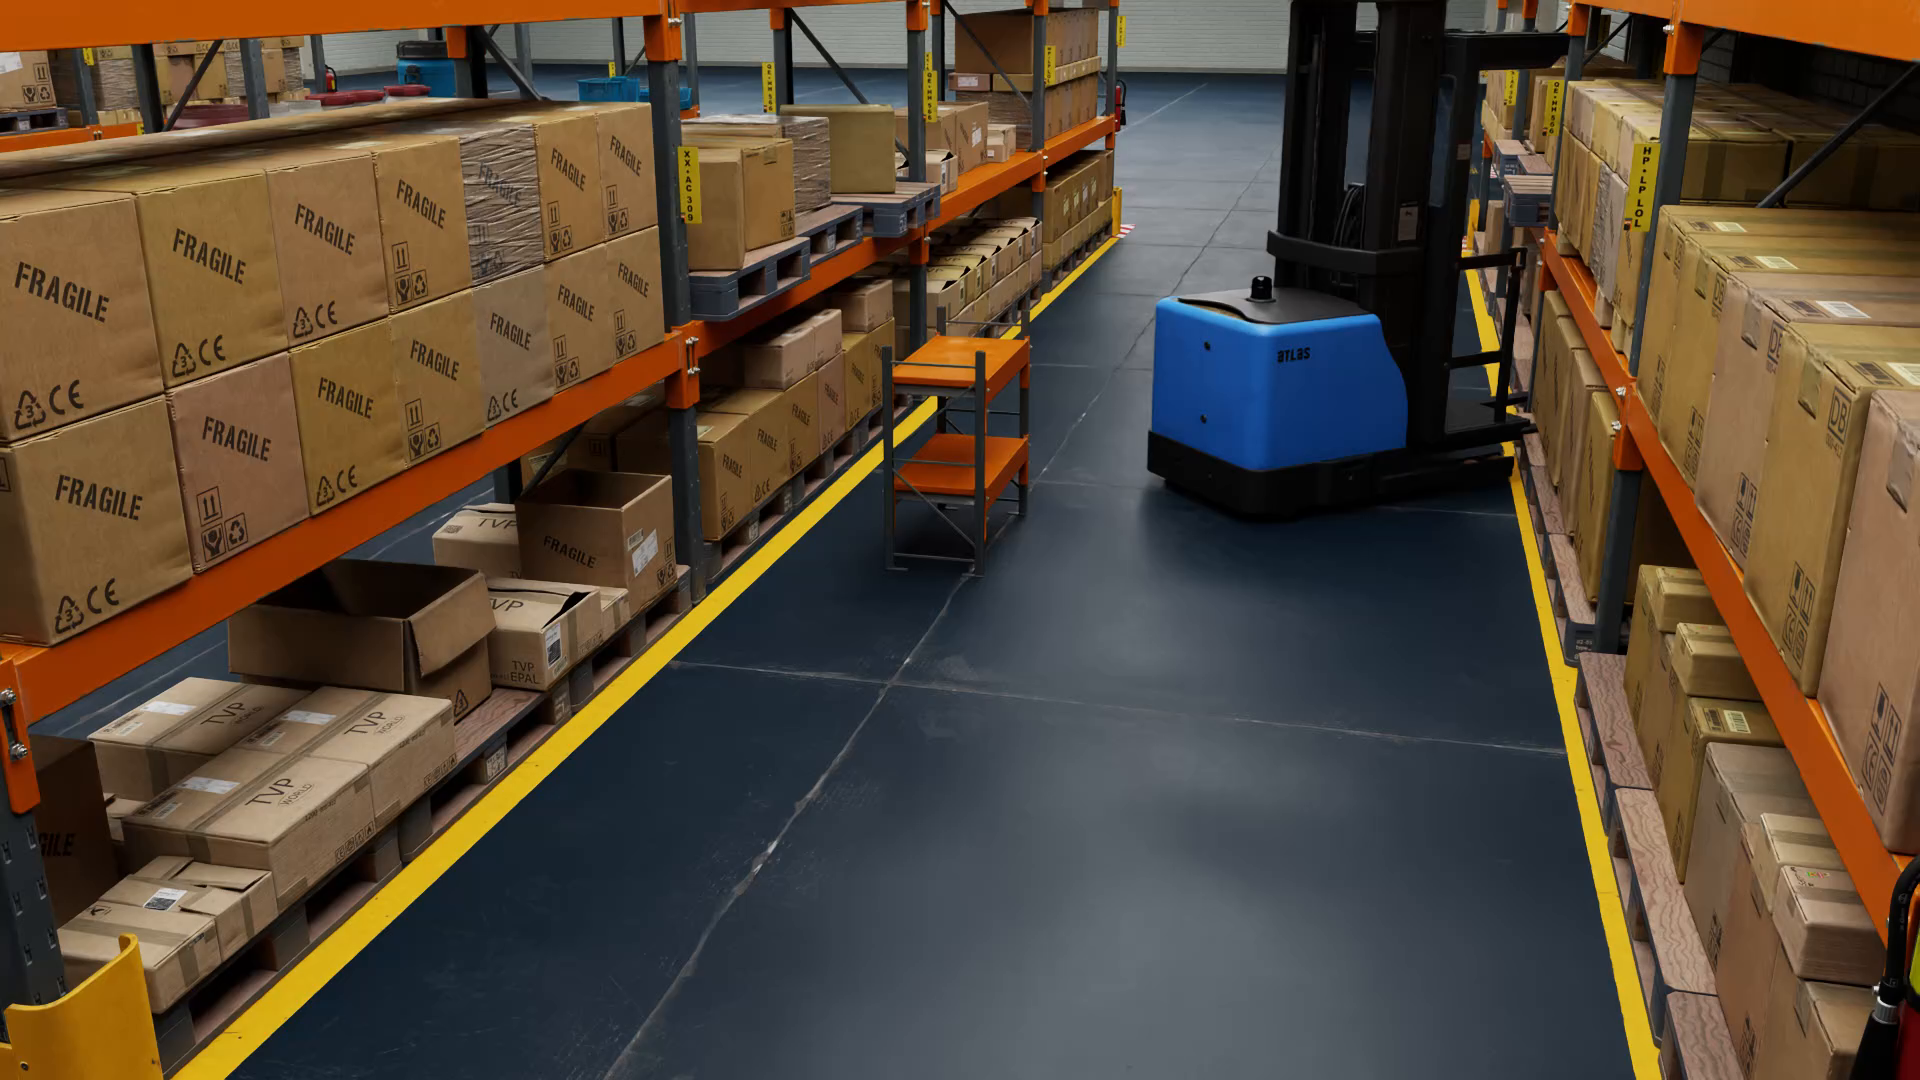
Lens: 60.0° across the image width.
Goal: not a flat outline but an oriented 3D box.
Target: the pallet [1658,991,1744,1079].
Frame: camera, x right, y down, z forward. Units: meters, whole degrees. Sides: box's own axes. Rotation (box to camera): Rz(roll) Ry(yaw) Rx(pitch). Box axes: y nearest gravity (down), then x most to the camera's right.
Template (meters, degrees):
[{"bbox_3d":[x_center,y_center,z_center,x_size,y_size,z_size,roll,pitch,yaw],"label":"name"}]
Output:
[{"bbox_3d":[2.244,1.539,3.855,1.003,0.211,1.213,5,19,13],"label":"pallet"}]

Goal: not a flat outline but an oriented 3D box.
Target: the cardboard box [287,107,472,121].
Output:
[{"bbox_3d":[-2.216,-1.401,6.446,0.500,0.500,0.500,4,19,12],"label":"cardboard box"}]

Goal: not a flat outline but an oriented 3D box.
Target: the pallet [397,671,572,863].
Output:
[{"bbox_3d":[-2.168,0.751,6.163,1.003,0.211,1.213,5,19,13],"label":"pallet"}]

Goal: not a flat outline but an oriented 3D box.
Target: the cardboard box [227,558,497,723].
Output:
[{"bbox_3d":[-2.157,0.395,6.072,0.797,0.503,0.637,5,19,13],"label":"cardboard box"}]

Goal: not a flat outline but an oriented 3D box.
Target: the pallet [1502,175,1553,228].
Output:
[{"bbox_3d":[4.150,-2.172,10.703,1.213,0.211,1.003,5,19,13],"label":"pallet"}]

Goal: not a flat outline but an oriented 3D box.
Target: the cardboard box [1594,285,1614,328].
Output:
[{"bbox_3d":[3.063,-1.042,7.456,0.380,0.149,0.250,5,19,13],"label":"cardboard box"}]

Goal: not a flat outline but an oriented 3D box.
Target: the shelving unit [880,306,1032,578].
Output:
[{"bbox_3d":[-0.002,-0.530,8.500,0.538,1.125,1.048,5,19,13],"label":"shelving unit"}]

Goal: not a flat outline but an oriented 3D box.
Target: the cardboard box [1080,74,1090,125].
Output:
[{"bbox_3d":[0.979,-4.666,17.552,0.700,0.500,0.500,5,20,15],"label":"cardboard box"}]

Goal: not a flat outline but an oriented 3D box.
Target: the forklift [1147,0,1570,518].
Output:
[{"bbox_3d":[2.632,-1.823,9.492,3.031,2.935,1.130,-10,21,-26],"label":"forklift"}]

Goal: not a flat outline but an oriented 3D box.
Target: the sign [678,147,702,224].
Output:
[{"bbox_3d":[-1.175,-1.537,7.207,0.100,0.325,0.005,5,19,13],"label":"sign"}]

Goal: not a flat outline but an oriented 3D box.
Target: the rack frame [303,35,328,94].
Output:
[{"bbox_3d":[-8.376,-5.712,20.771,1.000,3.000,0.127,5,19,13],"label":"rack frame"}]

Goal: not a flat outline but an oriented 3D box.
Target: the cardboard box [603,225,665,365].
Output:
[{"bbox_3d":[-1.576,-1.038,6.931,0.500,0.500,0.500,5,19,14],"label":"cardboard box"}]

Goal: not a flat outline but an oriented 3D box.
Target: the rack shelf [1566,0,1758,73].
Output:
[{"bbox_3d":[3.590,-2.483,7.790,1.077,0.370,4.000,5,19,13],"label":"rack shelf"}]

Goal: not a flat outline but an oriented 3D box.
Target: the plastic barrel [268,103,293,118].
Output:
[{"bbox_3d":[-5.484,-3.206,13.259,0.421,0.512,0.421,0,19,0],"label":"plastic barrel"}]

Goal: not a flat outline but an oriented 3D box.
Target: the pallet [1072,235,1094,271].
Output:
[{"bbox_3d":[0.783,-2.985,17.100,1.003,0.211,1.213,5,19,13],"label":"pallet"}]

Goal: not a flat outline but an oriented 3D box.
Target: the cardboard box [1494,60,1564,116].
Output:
[{"bbox_3d":[5.122,-4.065,14.988,0.500,0.500,0.500,4,19,12],"label":"cardboard box"}]

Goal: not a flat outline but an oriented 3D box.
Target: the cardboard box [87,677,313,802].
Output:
[{"bbox_3d":[-2.525,0.694,5.588,0.500,0.250,0.500,5,19,13],"label":"cardboard box"}]

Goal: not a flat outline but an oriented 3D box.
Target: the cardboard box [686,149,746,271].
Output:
[{"bbox_3d":[-1.370,-1.544,7.764,0.700,0.500,0.500,-2,19,-5],"label":"cardboard box"}]

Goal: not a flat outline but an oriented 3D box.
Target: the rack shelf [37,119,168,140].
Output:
[{"bbox_3d":[-8.865,-4.745,19.052,1.077,0.370,4.000,5,19,13],"label":"rack shelf"}]

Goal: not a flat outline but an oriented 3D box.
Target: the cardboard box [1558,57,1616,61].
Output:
[{"bbox_3d":[5.747,-4.190,15.356,0.500,0.500,0.500,5,19,14],"label":"cardboard box"}]

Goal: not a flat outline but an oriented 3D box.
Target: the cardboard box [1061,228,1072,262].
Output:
[{"bbox_3d":[0.786,-2.850,15.996,0.500,0.250,0.500,5,19,13],"label":"cardboard box"}]

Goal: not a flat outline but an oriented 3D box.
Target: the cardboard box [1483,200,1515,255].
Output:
[{"bbox_3d":[5.410,-2.949,15.869,0.700,0.500,0.500,3,19,10],"label":"cardboard box"}]

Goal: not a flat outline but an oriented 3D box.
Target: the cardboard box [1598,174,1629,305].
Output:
[{"bbox_3d":[3.085,-1.300,7.208,0.500,0.500,0.500,5,19,14],"label":"cardboard box"}]

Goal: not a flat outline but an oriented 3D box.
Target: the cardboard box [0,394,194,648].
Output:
[{"bbox_3d":[-2.316,-0.079,4.124,0.500,0.500,0.500,5,20,15],"label":"cardboard box"}]

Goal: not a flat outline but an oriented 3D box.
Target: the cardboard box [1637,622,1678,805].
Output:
[{"bbox_3d":[2.694,0.590,5.536,0.700,0.500,0.500,4,19,13],"label":"cardboard box"}]

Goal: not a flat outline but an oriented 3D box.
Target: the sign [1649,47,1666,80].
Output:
[{"bbox_3d":[5.595,-3.790,13.352,0.100,0.325,0.005,5,19,13],"label":"sign"}]

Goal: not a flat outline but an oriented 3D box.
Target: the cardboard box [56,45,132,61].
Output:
[{"bbox_3d":[-8.997,-5.241,17.228,0.500,0.500,0.500,5,19,13],"label":"cardboard box"}]

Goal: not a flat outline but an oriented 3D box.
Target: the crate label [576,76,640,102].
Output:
[{"bbox_3d":[-3.761,-4.740,17.868,0.502,0.435,0.616,5,19,13],"label":"crate label"}]

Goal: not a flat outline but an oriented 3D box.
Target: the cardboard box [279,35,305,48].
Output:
[{"bbox_3d":[-8.271,-6.182,19.983,0.500,0.500,0.500,5,19,13],"label":"cardboard box"}]

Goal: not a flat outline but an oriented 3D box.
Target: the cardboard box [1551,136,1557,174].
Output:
[{"bbox_3d":[4.294,-2.612,10.859,0.700,0.500,0.500,3,19,8],"label":"cardboard box"}]

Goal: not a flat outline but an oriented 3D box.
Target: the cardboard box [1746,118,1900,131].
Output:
[{"bbox_3d":[3.588,-1.618,6.978,0.500,0.250,0.500,5,19,14],"label":"cardboard box"}]

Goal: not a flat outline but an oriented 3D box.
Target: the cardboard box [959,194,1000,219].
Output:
[{"bbox_3d":[0.287,-3.246,15.994,0.500,0.500,0.500,5,19,13],"label":"cardboard box"}]

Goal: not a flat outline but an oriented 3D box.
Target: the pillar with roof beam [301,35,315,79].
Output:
[{"bbox_3d":[-13.806,-16.760,43.834,9.100,9.000,0.400,5,19,13],"label":"pillar with roof beam"}]

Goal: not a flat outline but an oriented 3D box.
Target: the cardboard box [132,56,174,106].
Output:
[{"bbox_3d":[-9.027,-4.937,17.885,0.875,0.500,0.500,5,19,13],"label":"cardboard box"}]

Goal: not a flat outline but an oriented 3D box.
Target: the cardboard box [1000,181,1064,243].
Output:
[{"bbox_3d":[0.669,-3.048,15.415,0.500,0.500,0.500,5,19,13],"label":"cardboard box"}]

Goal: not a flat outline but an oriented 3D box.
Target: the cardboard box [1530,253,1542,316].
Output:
[{"bbox_3d":[4.815,-1.912,12.832,0.700,0.500,0.500,4,19,12],"label":"cardboard box"}]

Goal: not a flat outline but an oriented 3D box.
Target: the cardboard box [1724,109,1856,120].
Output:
[{"bbox_3d":[3.706,-1.775,7.439,0.500,0.250,0.500,4,19,12],"label":"cardboard box"}]

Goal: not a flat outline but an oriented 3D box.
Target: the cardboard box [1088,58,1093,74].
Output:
[{"bbox_3d":[1.195,-4.986,17.486,0.380,0.149,0.250,4,19,13],"label":"cardboard box"}]

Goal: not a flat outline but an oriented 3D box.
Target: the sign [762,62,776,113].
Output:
[{"bbox_3d":[-1.265,-3.012,11.074,0.100,0.325,0.005,5,19,13],"label":"sign"}]

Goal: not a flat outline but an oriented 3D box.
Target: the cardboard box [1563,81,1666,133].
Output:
[{"bbox_3d":[3.711,-2.453,9.421,0.500,0.250,0.500,5,20,15],"label":"cardboard box"}]

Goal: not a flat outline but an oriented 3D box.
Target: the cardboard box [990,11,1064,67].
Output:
[{"bbox_3d":[0.599,-4.791,15.912,0.700,0.500,0.500,5,19,13],"label":"cardboard box"}]

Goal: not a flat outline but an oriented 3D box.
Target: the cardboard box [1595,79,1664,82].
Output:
[{"bbox_3d":[4.198,-2.806,10.424,0.380,0.149,0.250,1,19,4],"label":"cardboard box"}]

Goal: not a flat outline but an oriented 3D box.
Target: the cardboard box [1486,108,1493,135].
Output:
[{"bbox_3d":[5.363,-4.026,16.035,0.500,0.250,0.500,4,19,13],"label":"cardboard box"}]

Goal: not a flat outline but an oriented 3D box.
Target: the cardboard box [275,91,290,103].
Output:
[{"bbox_3d":[-8.318,-5.327,20.031,0.380,0.149,0.250,5,19,13],"label":"cardboard box"}]

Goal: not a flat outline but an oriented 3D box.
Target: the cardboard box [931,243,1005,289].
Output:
[{"bbox_3d":[0.059,-2.211,13.257,0.500,0.311,0.500,4,19,13],"label":"cardboard box"}]

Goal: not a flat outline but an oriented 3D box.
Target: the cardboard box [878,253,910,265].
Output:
[{"bbox_3d":[-0.590,-2.089,12.900,0.500,0.311,0.500,5,19,13],"label":"cardboard box"}]

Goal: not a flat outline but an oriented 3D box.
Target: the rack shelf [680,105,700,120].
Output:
[{"bbox_3d":[-4.062,-4.354,17.906,1.077,0.370,4.000,5,19,13],"label":"rack shelf"}]

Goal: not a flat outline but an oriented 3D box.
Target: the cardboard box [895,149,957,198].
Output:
[{"bbox_3d":[-0.319,-2.644,11.926,0.500,0.311,0.500,4,19,13],"label":"cardboard box"}]

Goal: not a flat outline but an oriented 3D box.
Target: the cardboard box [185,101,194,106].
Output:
[{"bbox_3d":[-8.728,-4.777,18.421,0.380,0.149,0.250,5,19,13],"label":"cardboard box"}]

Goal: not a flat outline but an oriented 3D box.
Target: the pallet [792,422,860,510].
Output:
[{"bbox_3d":[-1.245,-0.489,9.794,1.003,0.211,1.213,5,19,13],"label":"pallet"}]

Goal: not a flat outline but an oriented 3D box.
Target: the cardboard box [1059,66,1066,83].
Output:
[{"bbox_3d":[0.816,-4.502,16.070,0.380,0.149,0.250,4,19,12],"label":"cardboard box"}]

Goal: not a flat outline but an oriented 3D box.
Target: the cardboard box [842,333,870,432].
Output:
[{"bbox_3d":[-0.853,-0.973,10.081,0.500,0.500,0.500,4,19,11],"label":"cardboard box"}]

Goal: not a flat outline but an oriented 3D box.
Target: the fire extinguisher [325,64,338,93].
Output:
[{"bbox_3d":[-7.901,-5.675,20.781,0.296,0.674,0.183,5,19,13],"label":"fire extinguisher"}]

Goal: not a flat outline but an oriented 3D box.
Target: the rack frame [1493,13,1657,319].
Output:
[{"bbox_3d":[5.056,-3.285,13.664,1.000,3.000,0.127,5,19,13],"label":"rack frame"}]

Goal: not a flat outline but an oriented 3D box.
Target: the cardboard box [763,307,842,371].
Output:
[{"bbox_3d":[-0.982,-1.151,9.442,0.500,0.250,0.500,4,19,12],"label":"cardboard box"}]

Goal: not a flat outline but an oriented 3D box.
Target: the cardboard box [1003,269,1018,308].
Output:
[{"bbox_3d":[0.182,-2.101,13.802,0.500,0.250,0.500,5,20,15],"label":"cardboard box"}]

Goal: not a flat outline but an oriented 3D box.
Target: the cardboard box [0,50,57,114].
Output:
[{"bbox_3d":[-9.683,-4.703,16.238,1.000,1.000,1.000,5,19,14],"label":"cardboard box"}]

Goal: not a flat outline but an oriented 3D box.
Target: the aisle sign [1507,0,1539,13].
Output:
[{"bbox_3d":[5.760,-5.815,17.050,0.394,0.787,0.004,5,19,13],"label":"aisle sign"}]

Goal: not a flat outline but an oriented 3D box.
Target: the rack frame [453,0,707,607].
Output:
[{"bbox_3d":[-1.703,-1.167,7.465,1.000,3.000,0.127,5,19,13],"label":"rack frame"}]

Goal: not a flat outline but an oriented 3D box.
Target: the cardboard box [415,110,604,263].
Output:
[{"bbox_3d":[-1.698,-1.348,6.293,0.500,0.500,0.500,4,19,12],"label":"cardboard box"}]
